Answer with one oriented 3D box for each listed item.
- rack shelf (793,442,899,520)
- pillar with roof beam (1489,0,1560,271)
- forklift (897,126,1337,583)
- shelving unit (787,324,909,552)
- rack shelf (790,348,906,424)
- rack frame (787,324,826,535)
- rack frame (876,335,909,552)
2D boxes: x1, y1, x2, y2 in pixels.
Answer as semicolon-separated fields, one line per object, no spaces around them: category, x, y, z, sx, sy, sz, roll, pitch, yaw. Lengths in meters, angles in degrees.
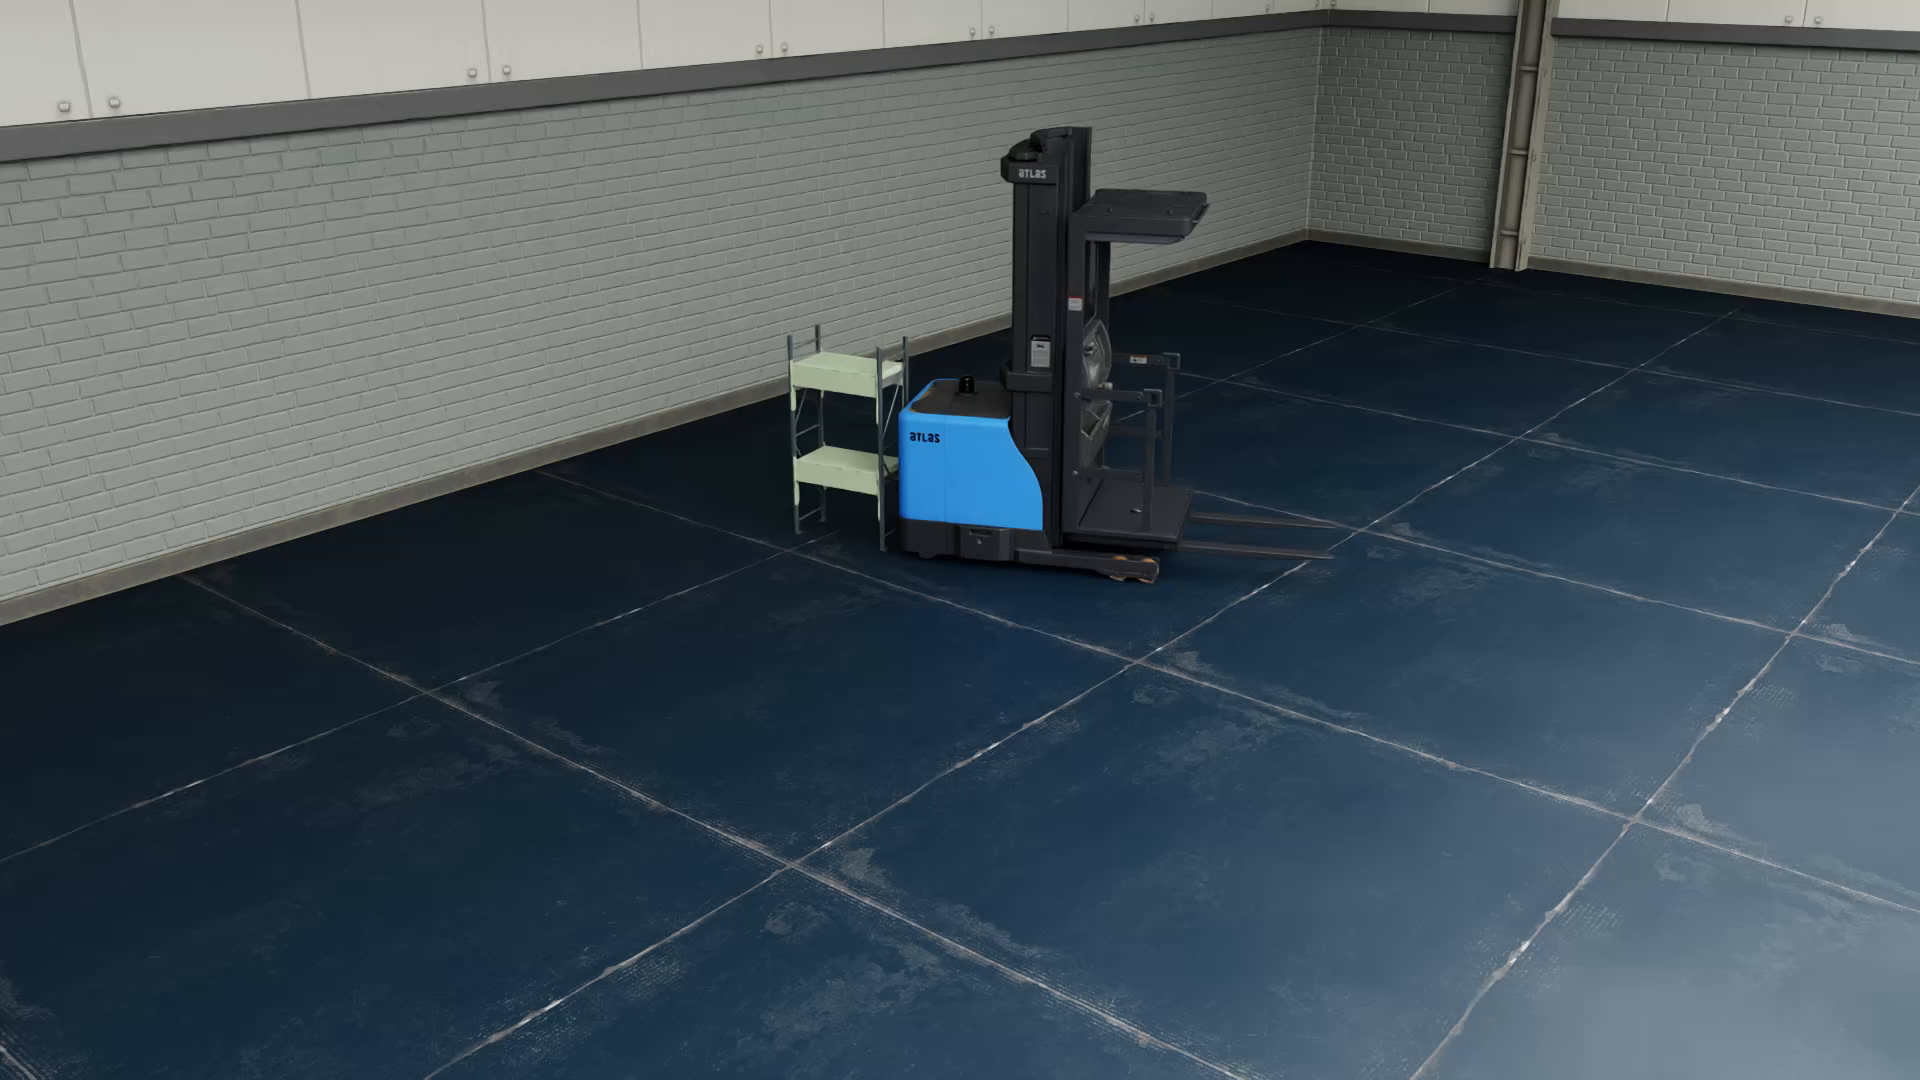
rack shelf;-0.795;-0.436;12.122;0.720;0.370;0.431;11;23;26
pillar with roof beam;4.371;-6.558;16.806;0.400;9.000;9.100;16;26;36
forklift;1.128;-1.283;11.417;3.031;2.935;1.130;5;21;13
shelving unit;-0.795;-0.741;12.007;0.755;1.500;0.431;11;23;26
rack shelf;-0.795;-1.106;11.869;0.720;0.370;0.431;11;23;26
rack frame;-1.118;-0.801;12.168;0.023;1.500;0.400;11;23;26
rack frame;-0.472;-0.680;11.847;0.023;1.500;0.400;11;23;26
